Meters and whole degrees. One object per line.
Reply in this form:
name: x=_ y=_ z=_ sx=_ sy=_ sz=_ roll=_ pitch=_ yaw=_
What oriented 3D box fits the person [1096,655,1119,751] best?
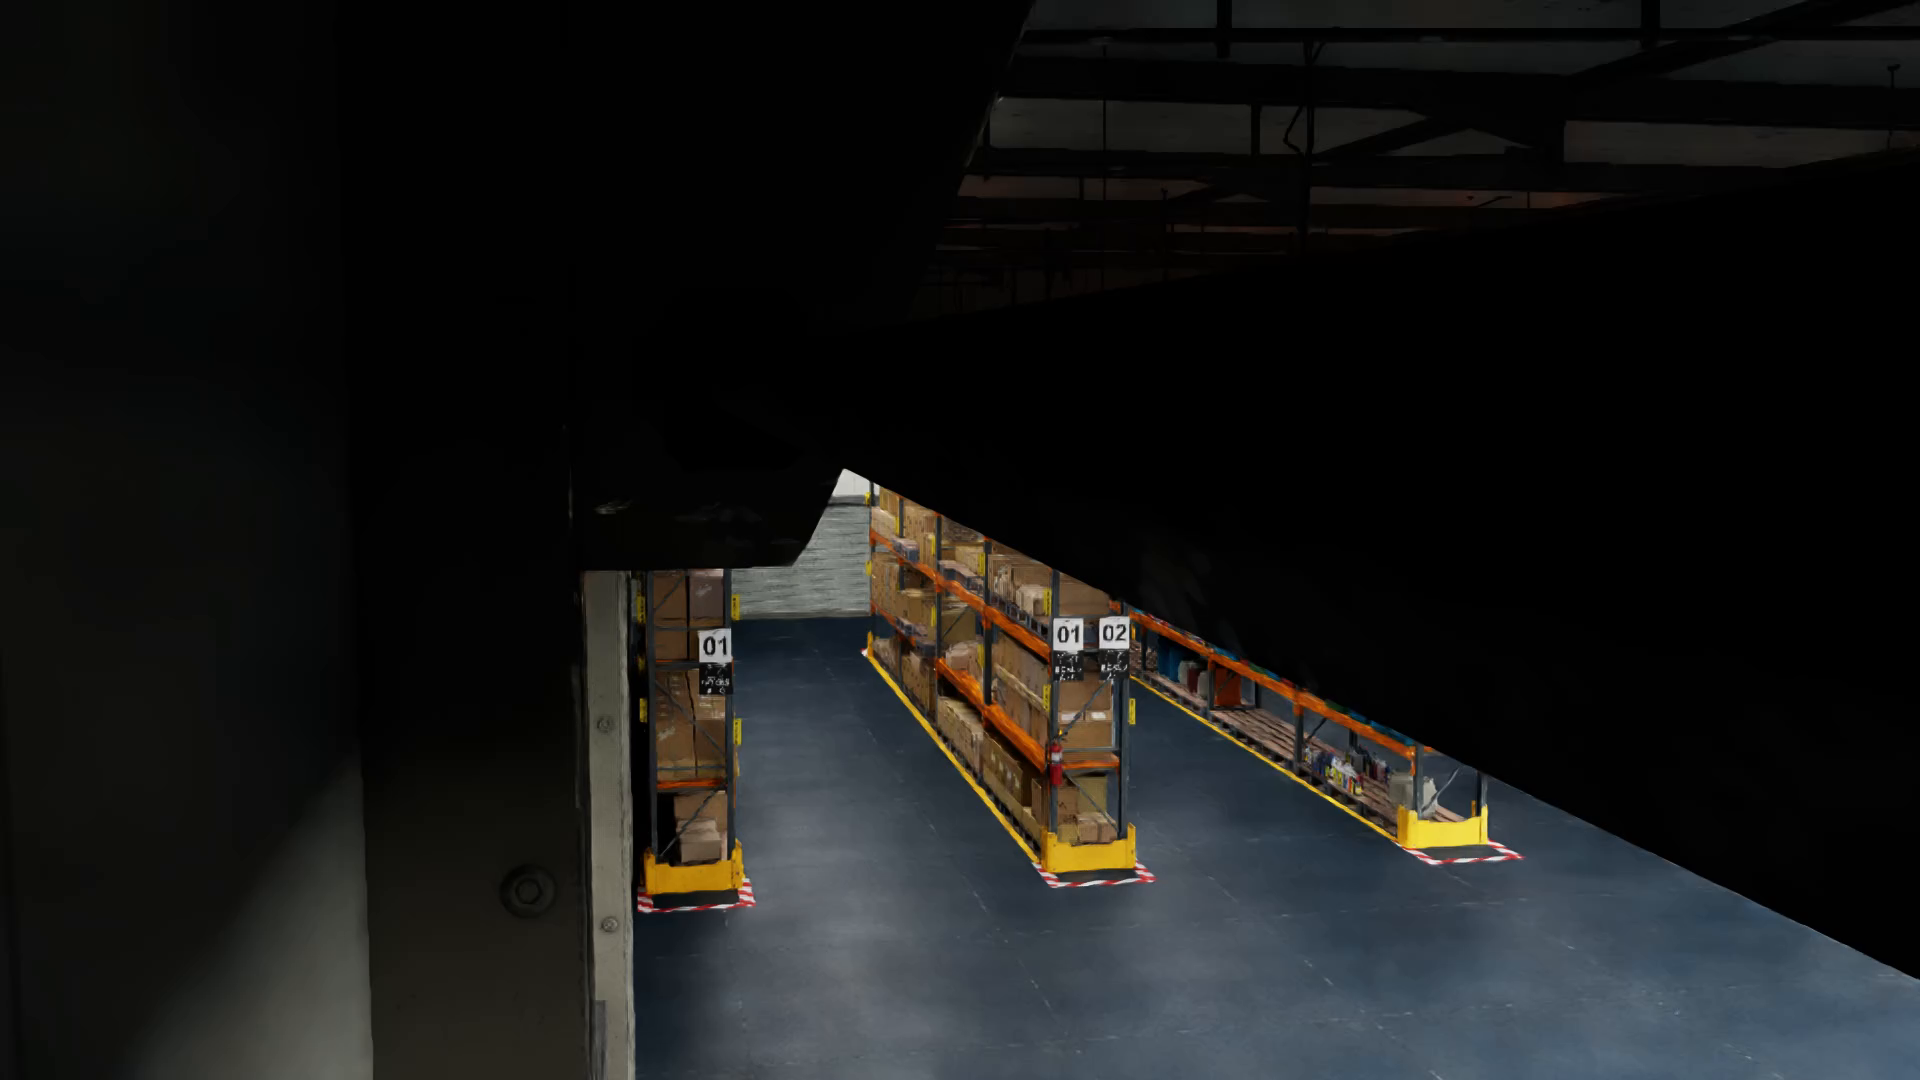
person: x=2.342 y=2.649 z=27.557 sx=0.456 sy=1.589 sz=1.088 roll=-1 pitch=6 yaw=-8

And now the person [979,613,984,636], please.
person: x=0.548 y=1.790 z=35.930 sx=0.458 sy=1.592 sz=0.605 roll=-2 pitch=6 yaw=-15
